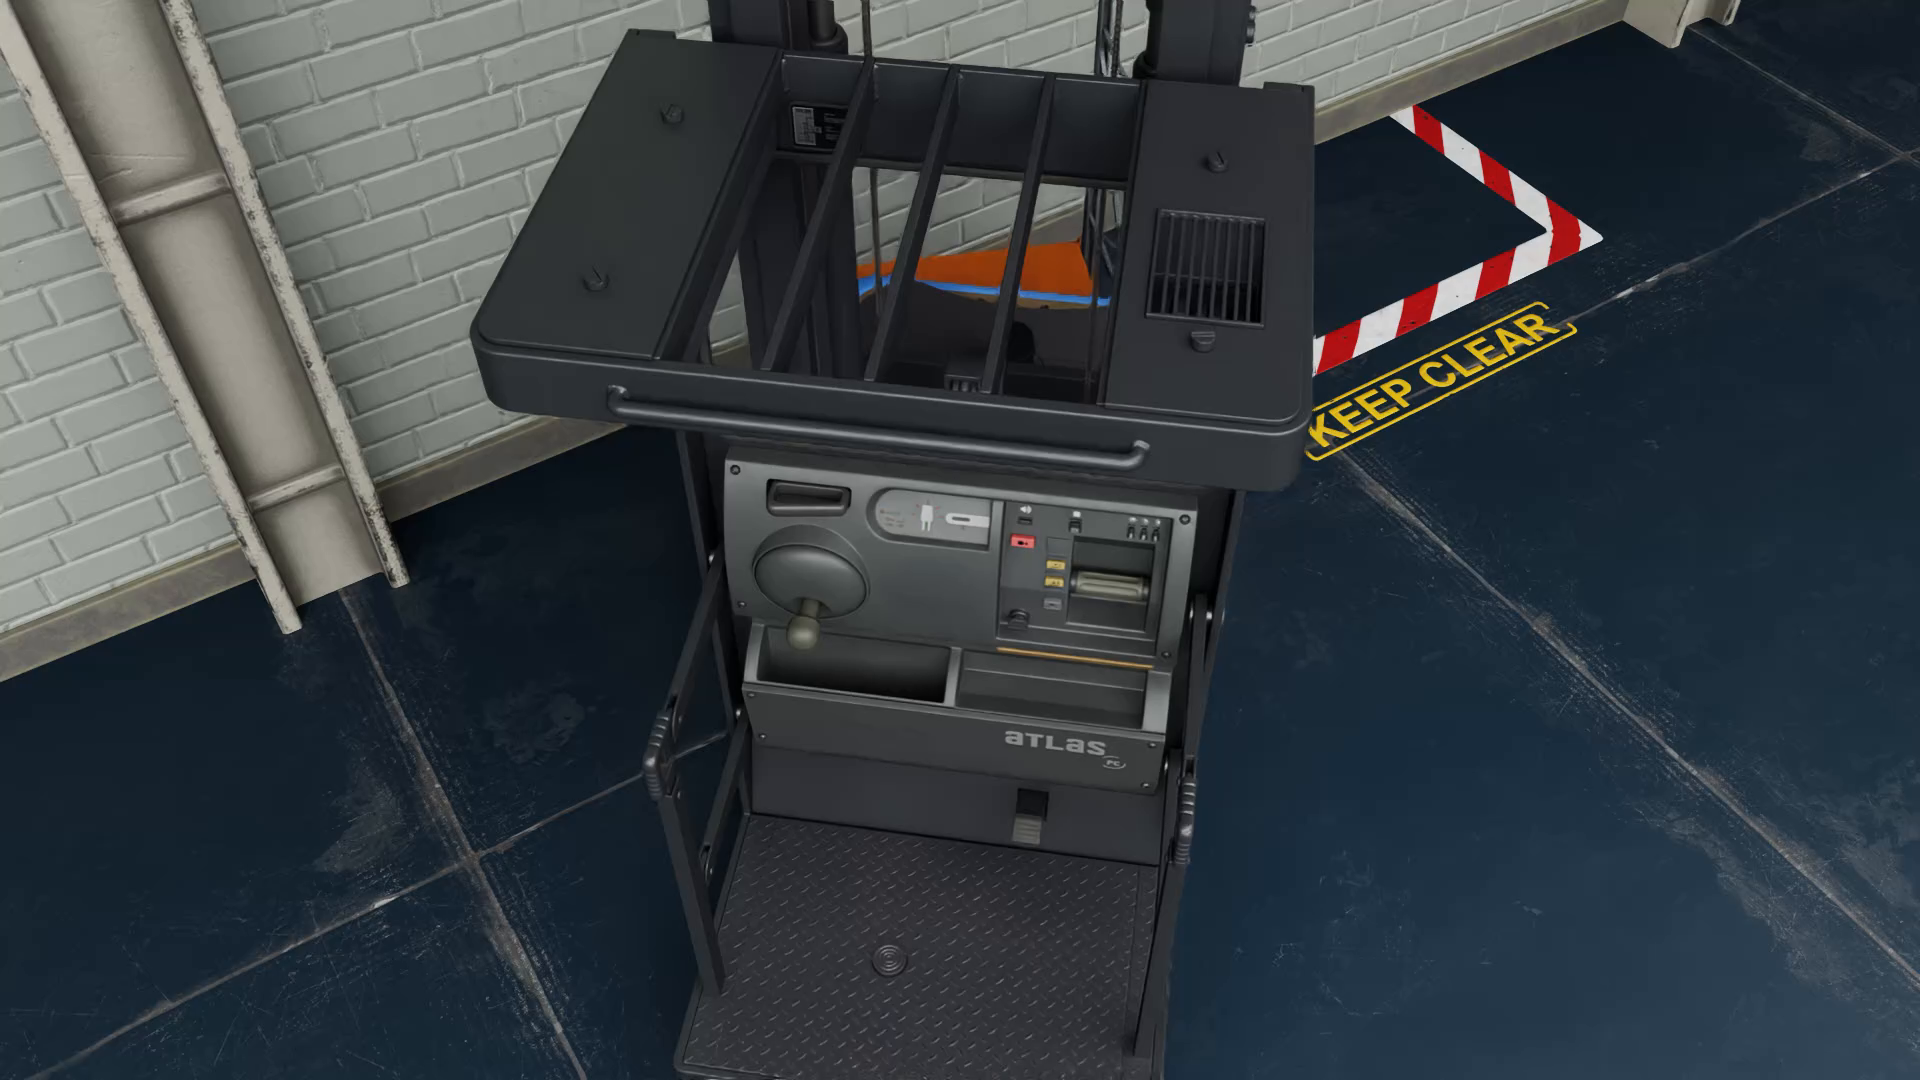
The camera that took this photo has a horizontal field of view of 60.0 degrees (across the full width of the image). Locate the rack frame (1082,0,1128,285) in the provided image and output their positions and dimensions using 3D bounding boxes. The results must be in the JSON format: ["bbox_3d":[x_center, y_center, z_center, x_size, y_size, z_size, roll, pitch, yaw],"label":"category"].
[{"bbox_3d":[0.441,-0.832,4.986,0.032,1.500,0.500,-7,49,-6],"label":"rack frame"}]

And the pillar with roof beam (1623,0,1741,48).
[{"bbox_3d":[5.427,-2.555,1.500,0.400,9.000,9.100,-25,53,-21],"label":"pillar with roof beam"}]

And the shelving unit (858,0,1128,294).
[{"bbox_3d":[-0.051,-0.769,4.930,1.083,1.500,0.587,-7,49,-6],"label":"shelving unit"}]

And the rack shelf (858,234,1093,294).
[{"bbox_3d":[-0.060,-0.648,5.064,1.000,0.185,0.538,-7,49,-6],"label":"rack shelf"}]

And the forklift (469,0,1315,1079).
[{"bbox_3d":[-0.039,0.156,3.148,1.130,2.935,3.031,6,49,6],"label":"forklift"}]
